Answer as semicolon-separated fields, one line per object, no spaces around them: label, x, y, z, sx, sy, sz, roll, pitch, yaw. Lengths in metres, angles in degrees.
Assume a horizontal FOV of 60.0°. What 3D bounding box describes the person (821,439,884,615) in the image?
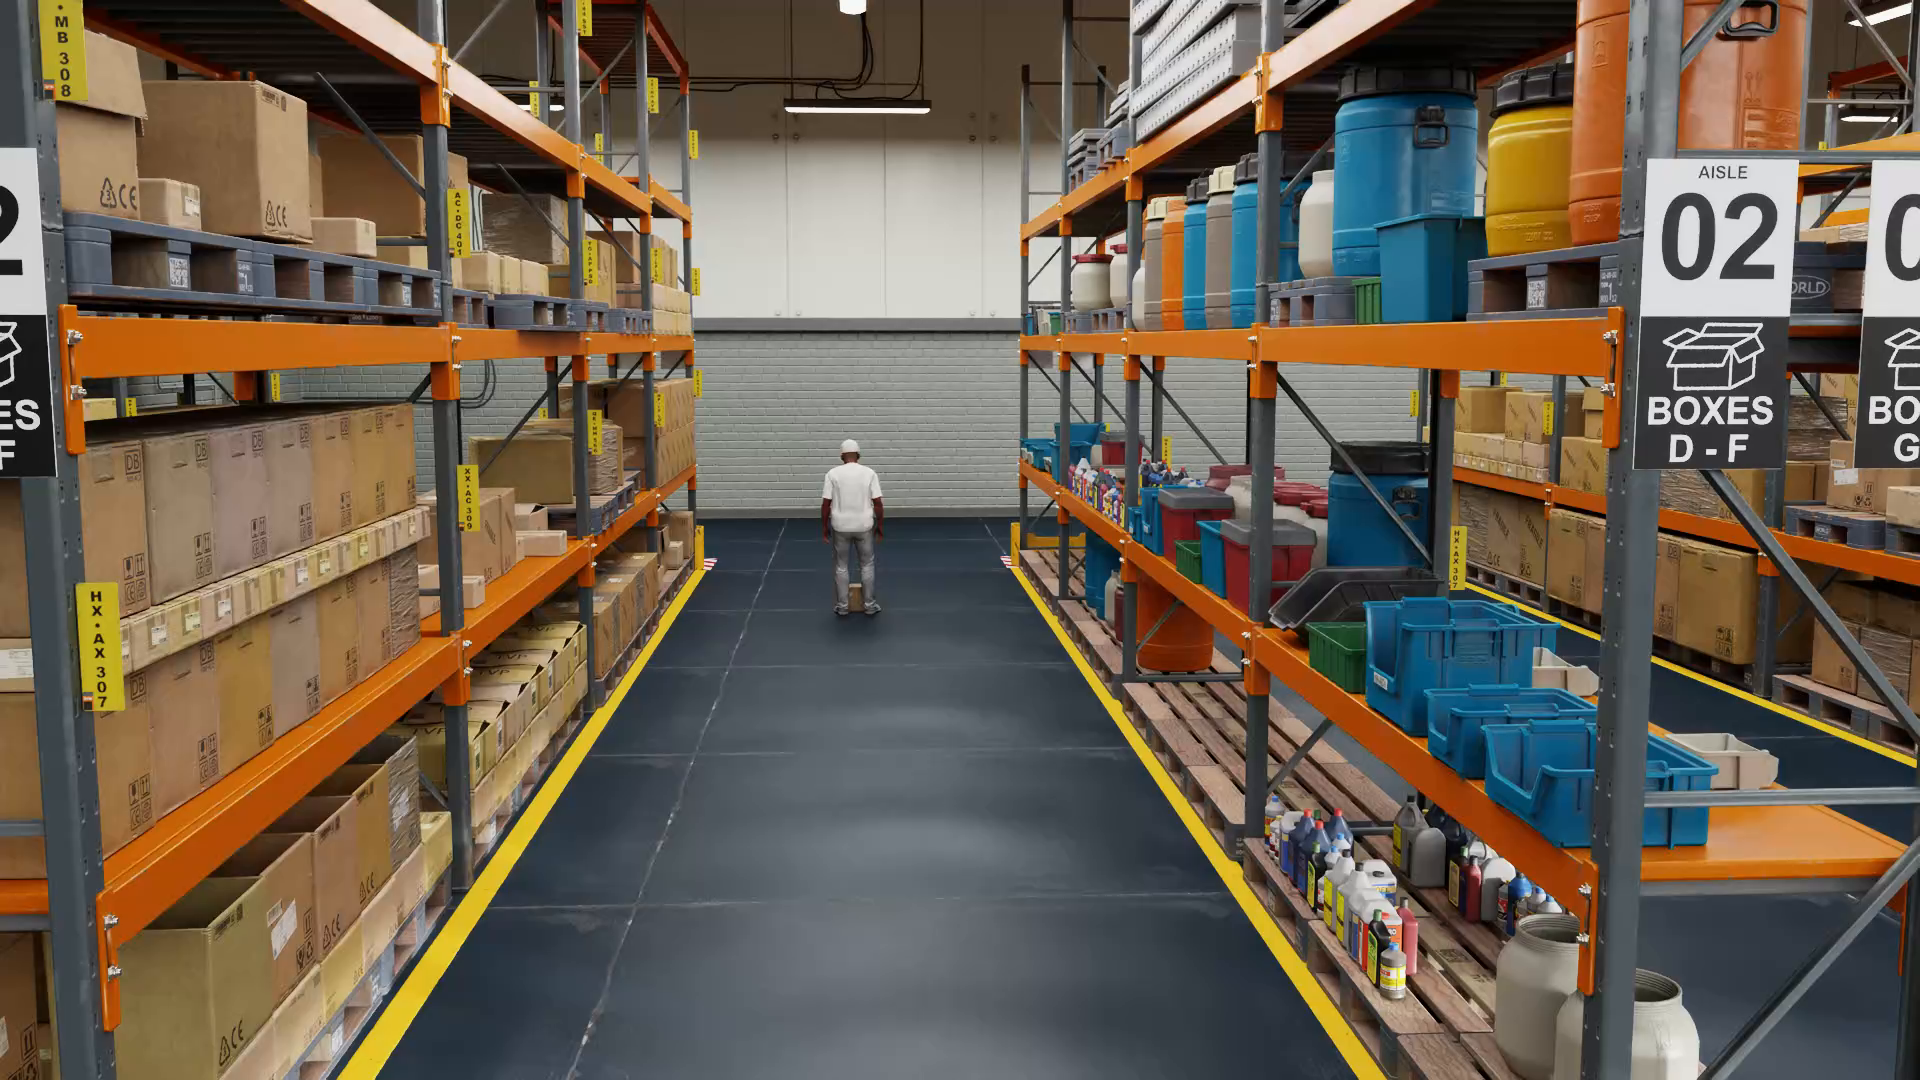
person;-1.081;-0.130;16.770;0.626;1.757;0.458;0;7;-4
